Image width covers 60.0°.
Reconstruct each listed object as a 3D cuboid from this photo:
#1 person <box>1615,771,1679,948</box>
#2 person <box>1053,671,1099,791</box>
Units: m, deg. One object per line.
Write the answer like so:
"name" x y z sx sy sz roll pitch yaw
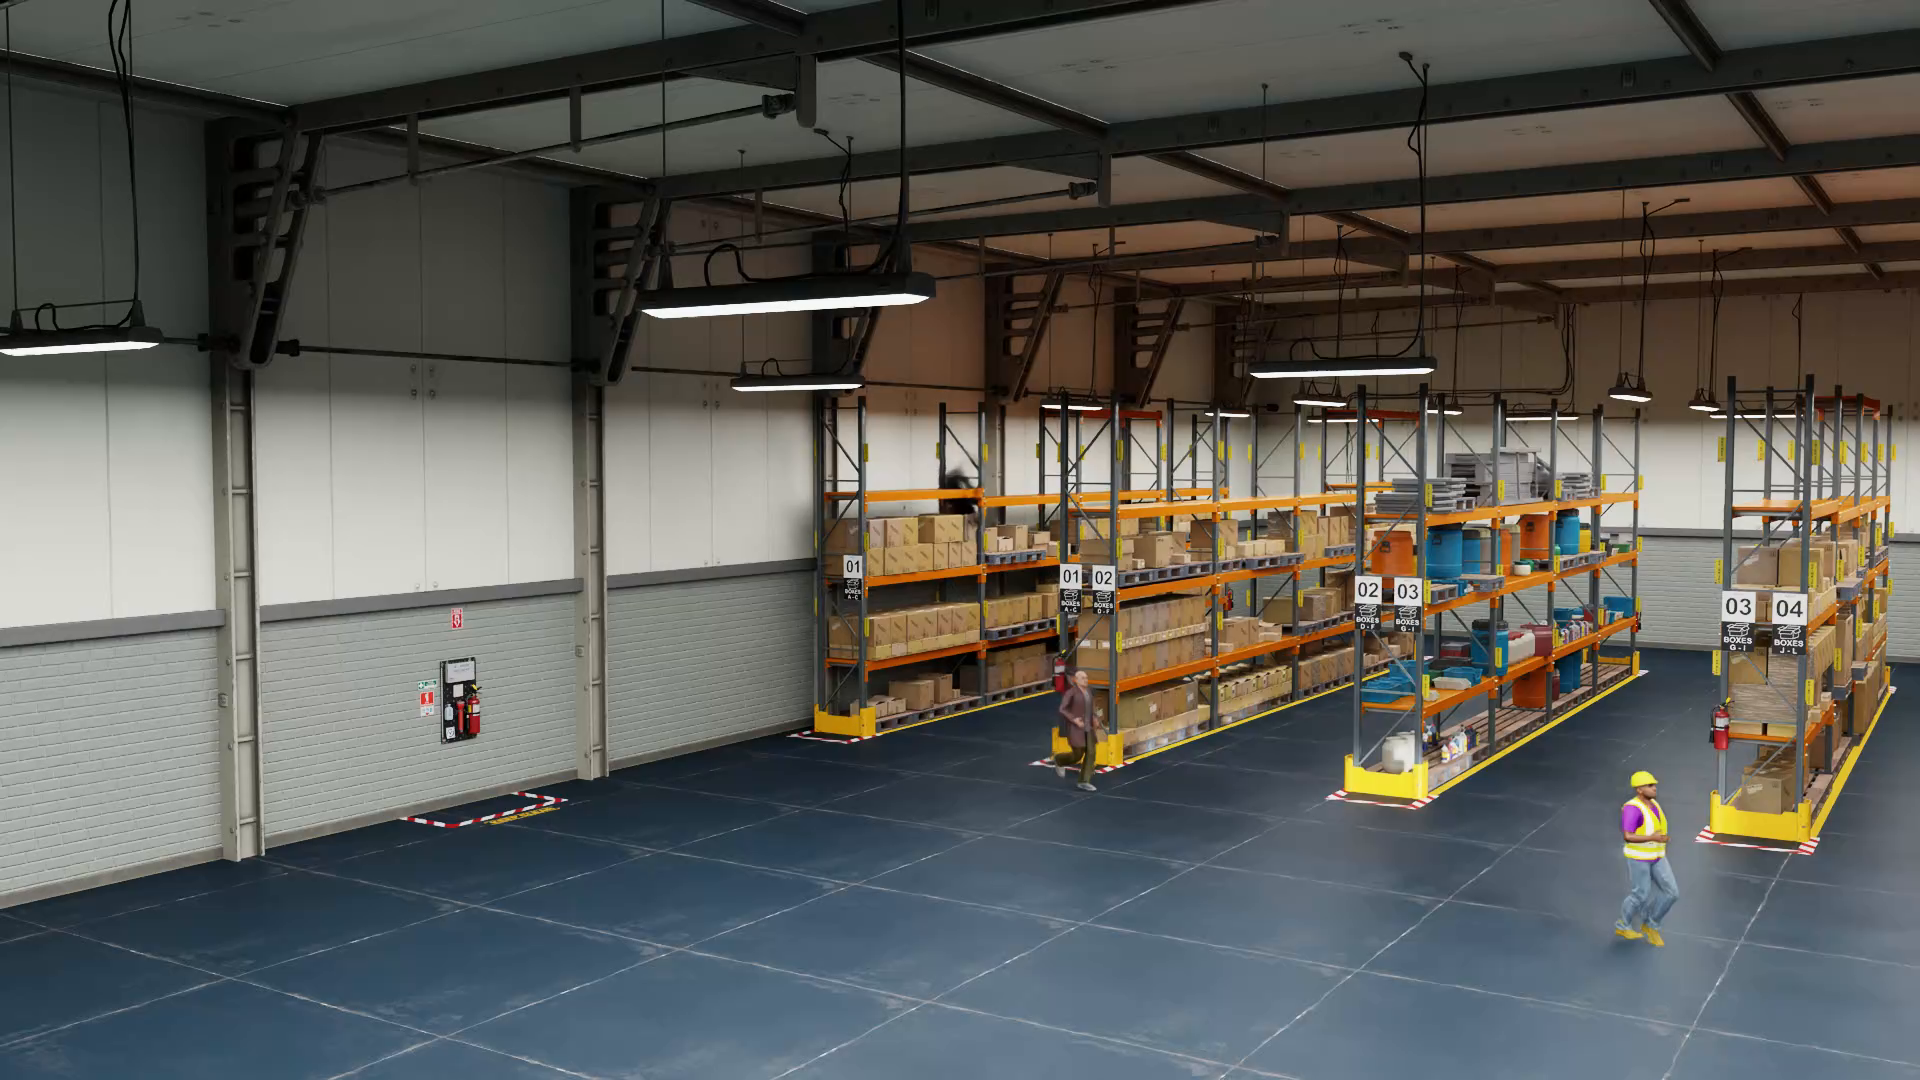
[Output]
"person" 6.972 3.242 16.835 0.677 1.795 0.683 -2 4 -32
"person" 1.783 2.833 24.851 0.711 1.753 0.881 -2 4 -38
